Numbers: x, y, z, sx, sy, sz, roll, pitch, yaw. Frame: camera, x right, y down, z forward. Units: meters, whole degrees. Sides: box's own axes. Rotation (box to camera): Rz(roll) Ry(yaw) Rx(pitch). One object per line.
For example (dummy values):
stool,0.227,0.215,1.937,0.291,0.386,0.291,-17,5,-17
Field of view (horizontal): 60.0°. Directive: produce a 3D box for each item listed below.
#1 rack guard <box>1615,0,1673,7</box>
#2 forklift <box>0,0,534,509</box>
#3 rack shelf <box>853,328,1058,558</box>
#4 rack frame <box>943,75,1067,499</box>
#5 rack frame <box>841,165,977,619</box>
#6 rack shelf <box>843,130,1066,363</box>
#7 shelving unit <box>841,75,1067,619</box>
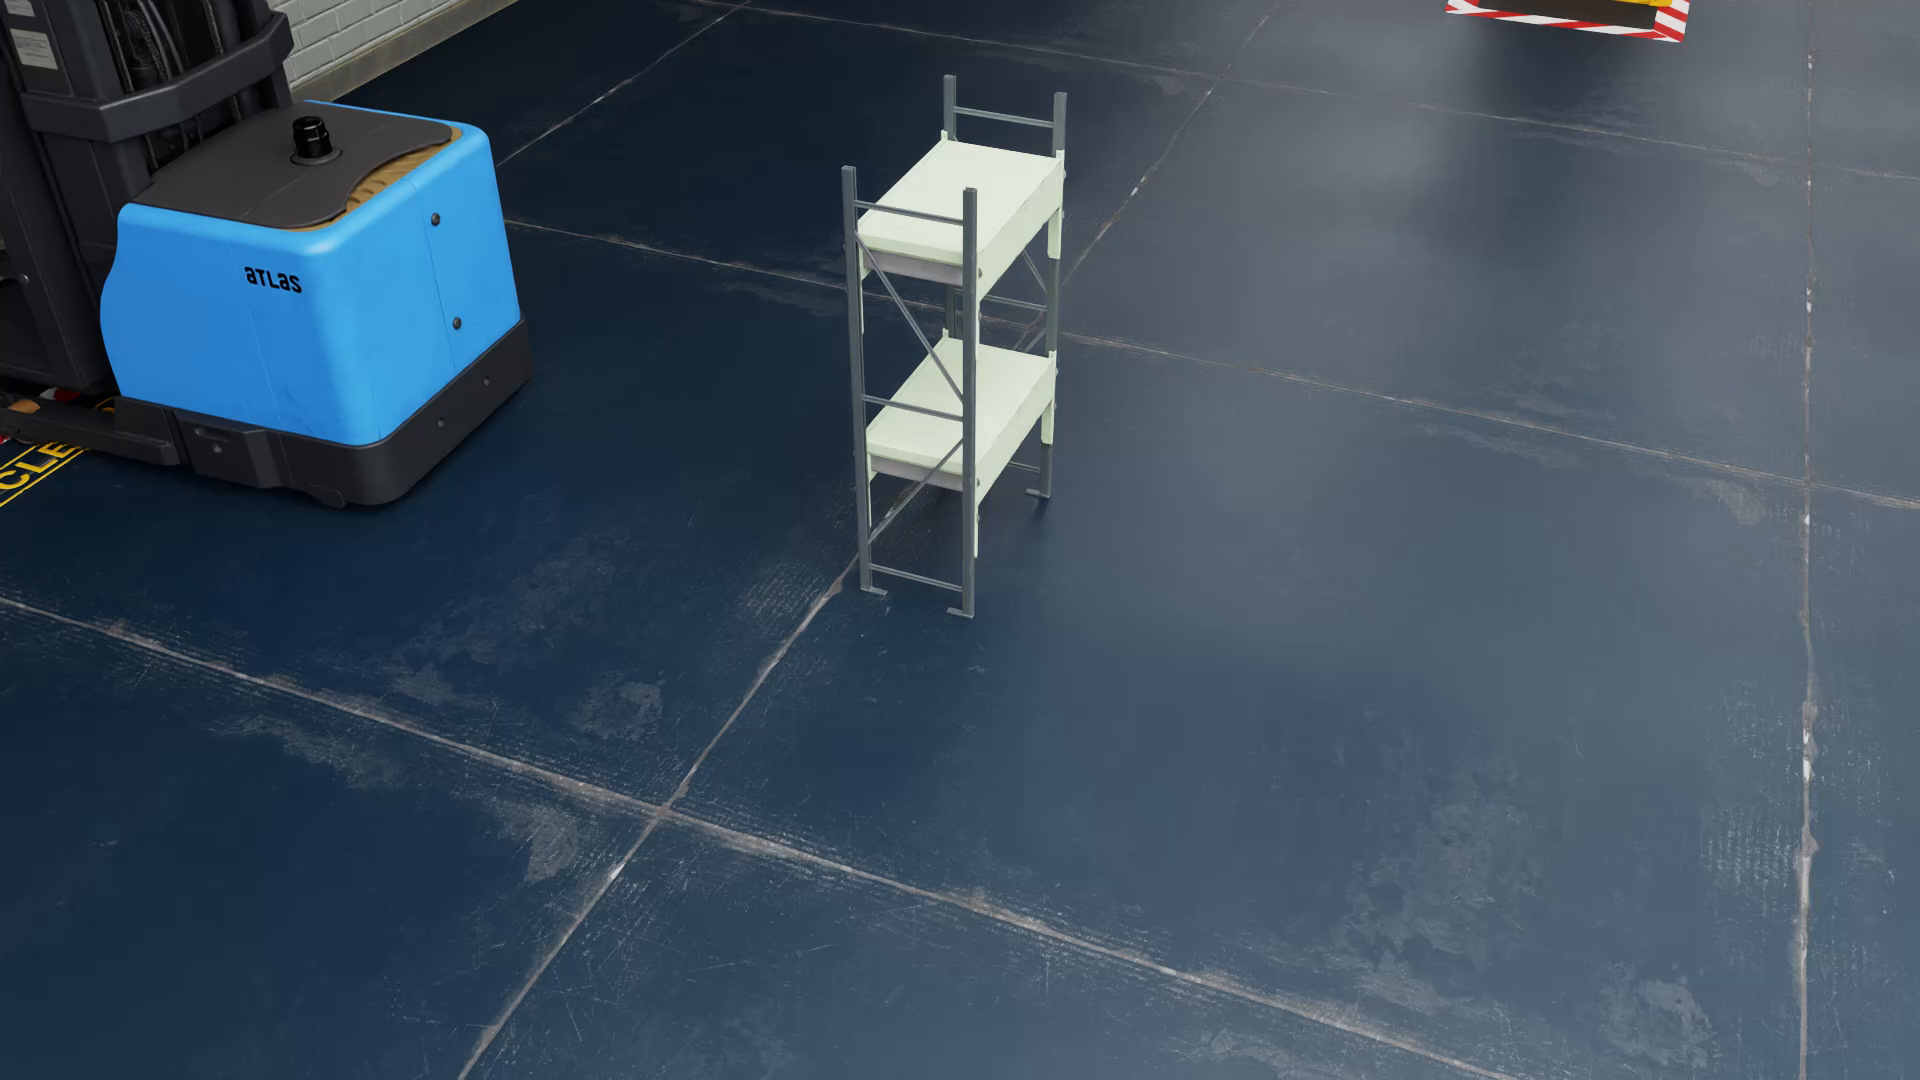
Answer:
rack guard,3.820,-3.645,10.209,1.175,0.500,0.348,14,39,18
forklift,-3.240,-1.817,5.733,3.031,2.935,1.130,12,38,15
rack shelf,-0.003,-0.336,5.491,0.431,0.370,0.720,14,39,18
rack frame,0.137,-0.800,5.567,0.400,1.500,0.023,14,39,18
rack frame,-0.142,-0.394,5.025,0.400,1.500,0.023,14,39,18
rack shelf,-0.003,-0.910,5.062,0.431,0.370,0.720,14,39,18
shelving unit,-0.003,-0.597,5.296,0.431,1.500,0.755,14,39,18
